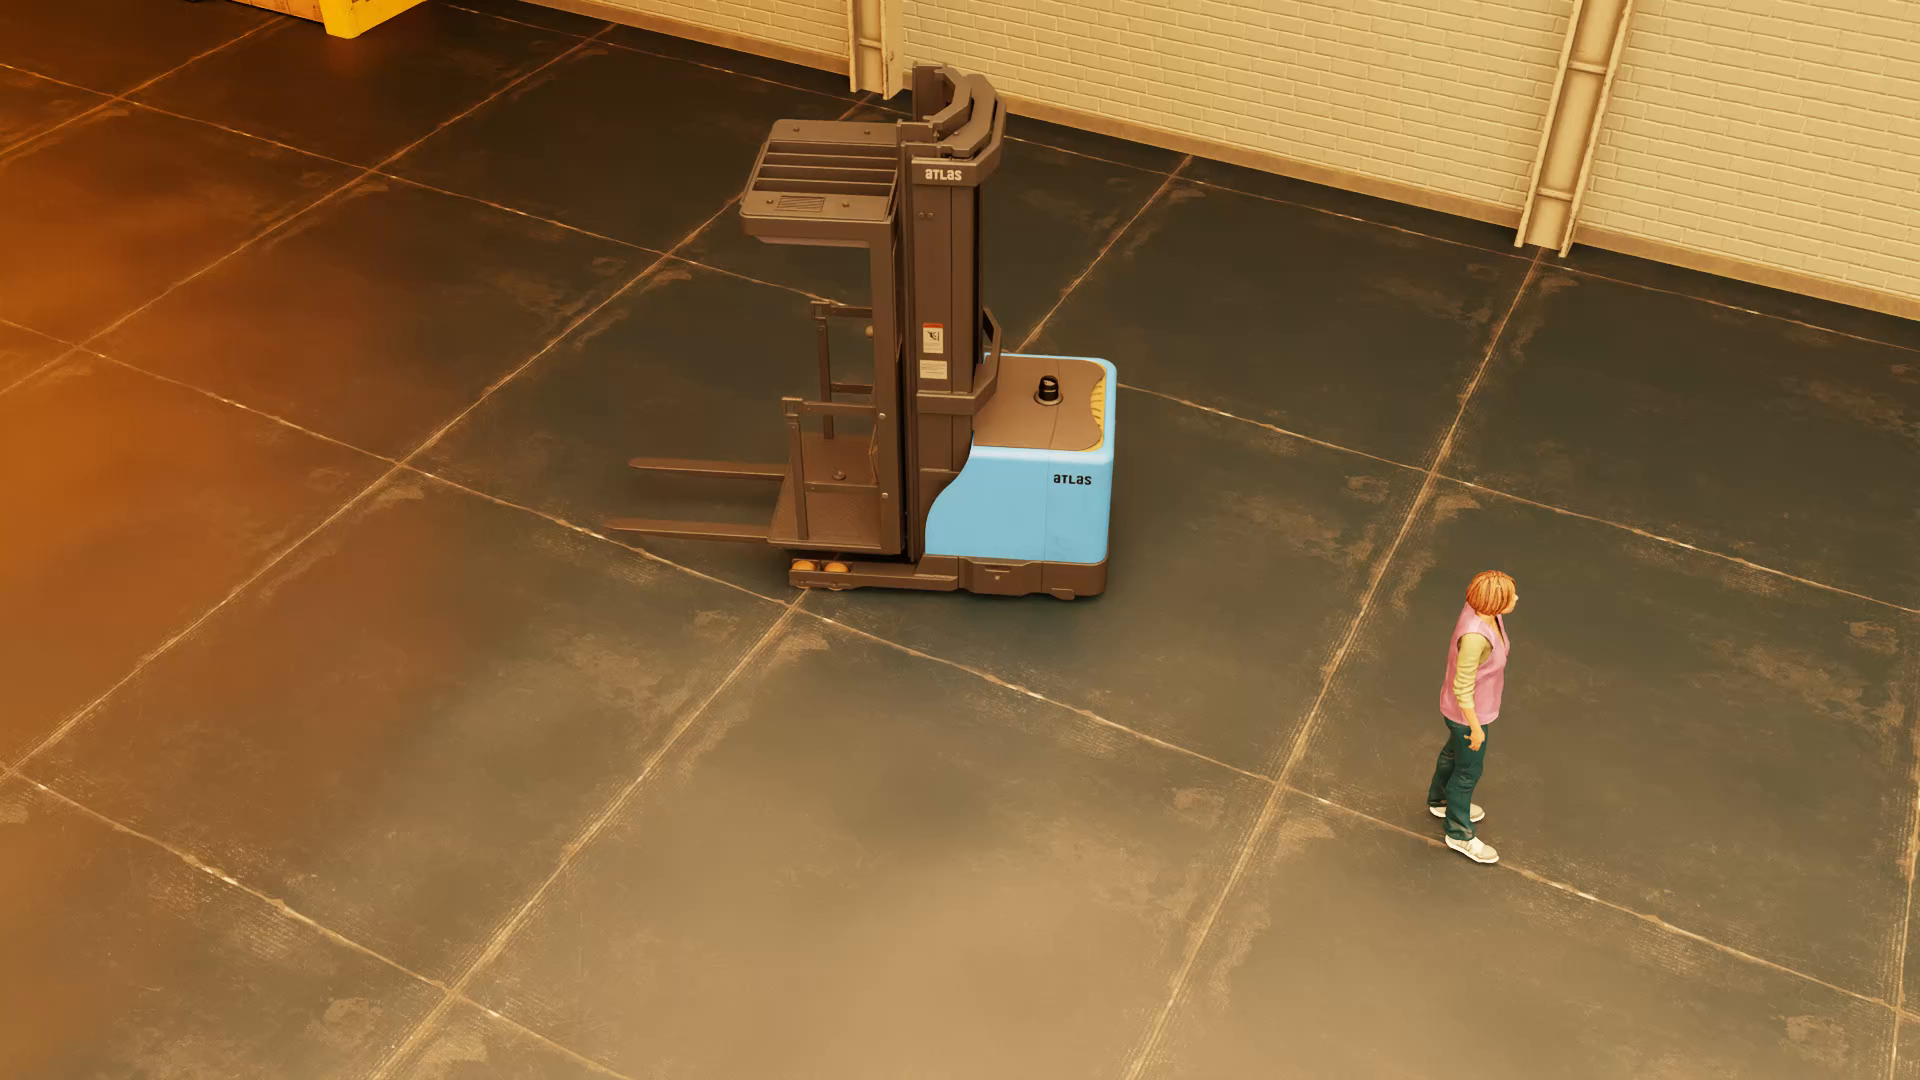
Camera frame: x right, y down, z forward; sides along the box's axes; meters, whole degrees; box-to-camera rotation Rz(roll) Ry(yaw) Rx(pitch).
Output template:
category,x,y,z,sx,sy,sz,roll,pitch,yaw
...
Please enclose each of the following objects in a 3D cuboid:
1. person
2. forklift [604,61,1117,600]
category,x,y,z,sx,sy,sz,roll,pitch,yaw
person,2.544,0.818,8.039,0.475,1.596,0.520,13,42,15
forklift,-0.606,-1.157,9.360,3.031,2.935,1.130,3,40,4
